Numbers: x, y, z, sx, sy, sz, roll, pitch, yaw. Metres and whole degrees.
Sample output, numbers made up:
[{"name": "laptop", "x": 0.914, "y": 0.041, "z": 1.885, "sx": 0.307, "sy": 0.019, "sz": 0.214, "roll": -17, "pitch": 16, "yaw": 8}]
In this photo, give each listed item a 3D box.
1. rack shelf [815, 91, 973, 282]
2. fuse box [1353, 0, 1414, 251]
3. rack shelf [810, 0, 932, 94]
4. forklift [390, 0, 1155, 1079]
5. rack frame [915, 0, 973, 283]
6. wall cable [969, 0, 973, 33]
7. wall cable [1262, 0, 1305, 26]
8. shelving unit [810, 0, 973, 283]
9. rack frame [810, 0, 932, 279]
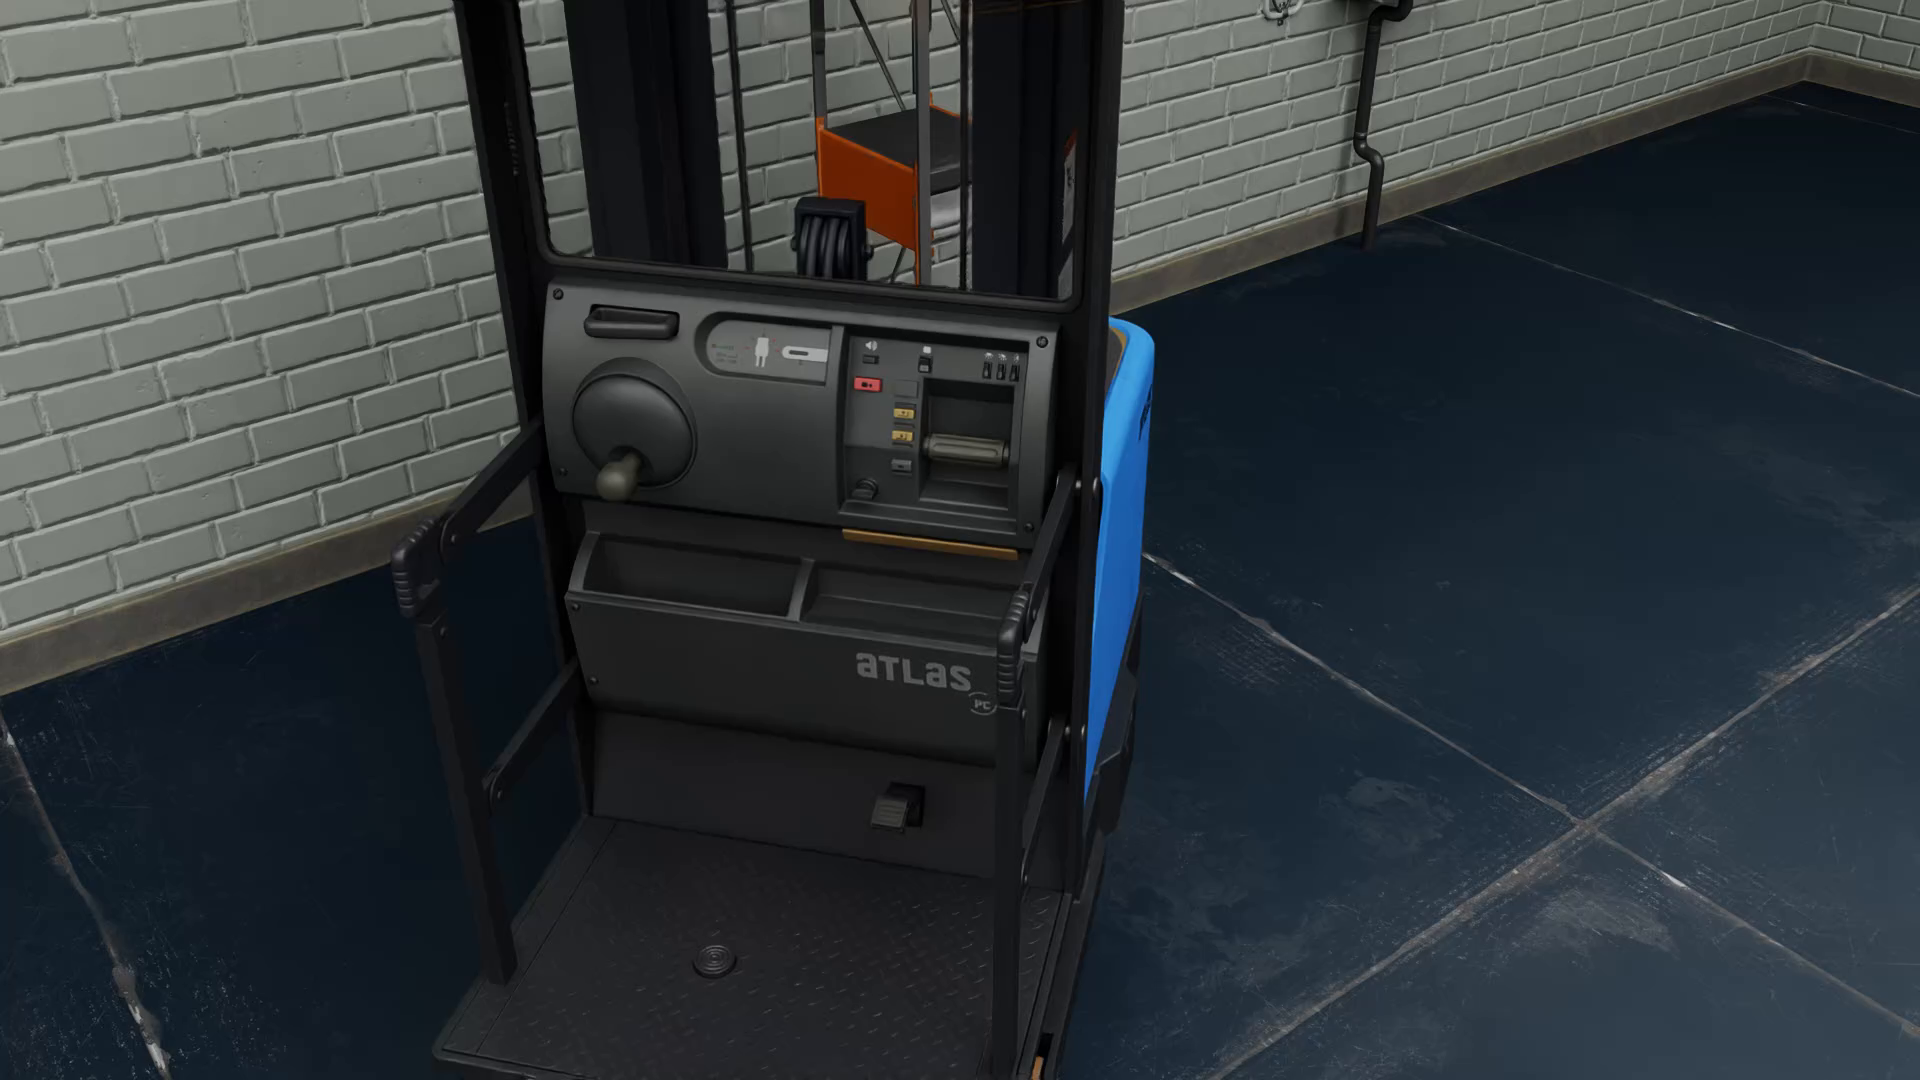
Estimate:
[{"name": "rack shelf", "x": -0.101, "y": -0.949, "z": 4.814, "sx": 0.431, "sy": 0.518, "sz": 0.480, "roll": -22, "pitch": 38, "yaw": -31}, {"name": "fuse box", "x": 1.826, "y": -2.004, "z": 6.856, "sx": 0.539, "sy": 1.711, "sz": 0.414, "roll": -22, "pitch": 38, "yaw": -31}, {"name": "rack shelf", "x": -0.101, "y": -1.544, "z": 4.445, "sx": 0.431, "sy": 0.518, "sz": 0.480, "roll": -22, "pitch": 38, "yaw": -31}, {"name": "forklift", "x": -0.342, "y": -0.176, "z": 2.755, "sx": 1.130, "sy": 2.935, "sz": 3.031, "roll": 7, "pitch": 33, "yaw": 11}, {"name": "rack frame", "x": 0.048, "y": -0.859, "z": 4.643, "sx": 0.400, "sy": 2.100, "sz": 0.015, "roll": -22, "pitch": 38, "yaw": -31}, {"name": "wall cable", "x": 0.077, "y": -2.378, "z": 5.243, "sx": 0.585, "sy": 1.953, "sz": 0.123, "roll": -22, "pitch": 38, "yaw": -31}, {"name": "wall cable", "x": 1.191, "y": -2.828, "z": 5.998, "sx": 0.588, "sy": 1.984, "sz": 0.122, "roll": -22, "pitch": 38, "yaw": -31}, {"name": "shelving unit", "x": -0.101, "y": -0.961, "z": 4.807, "sx": 0.431, "sy": 2.100, "sz": 0.503, "roll": -22, "pitch": 38, "yaw": -31}, {"name": "rack frame", "x": -0.251, "y": -1.063, "z": 4.971, "sx": 0.400, "sy": 2.100, "sz": 0.015, "roll": -22, "pitch": 38, "yaw": -31}]
